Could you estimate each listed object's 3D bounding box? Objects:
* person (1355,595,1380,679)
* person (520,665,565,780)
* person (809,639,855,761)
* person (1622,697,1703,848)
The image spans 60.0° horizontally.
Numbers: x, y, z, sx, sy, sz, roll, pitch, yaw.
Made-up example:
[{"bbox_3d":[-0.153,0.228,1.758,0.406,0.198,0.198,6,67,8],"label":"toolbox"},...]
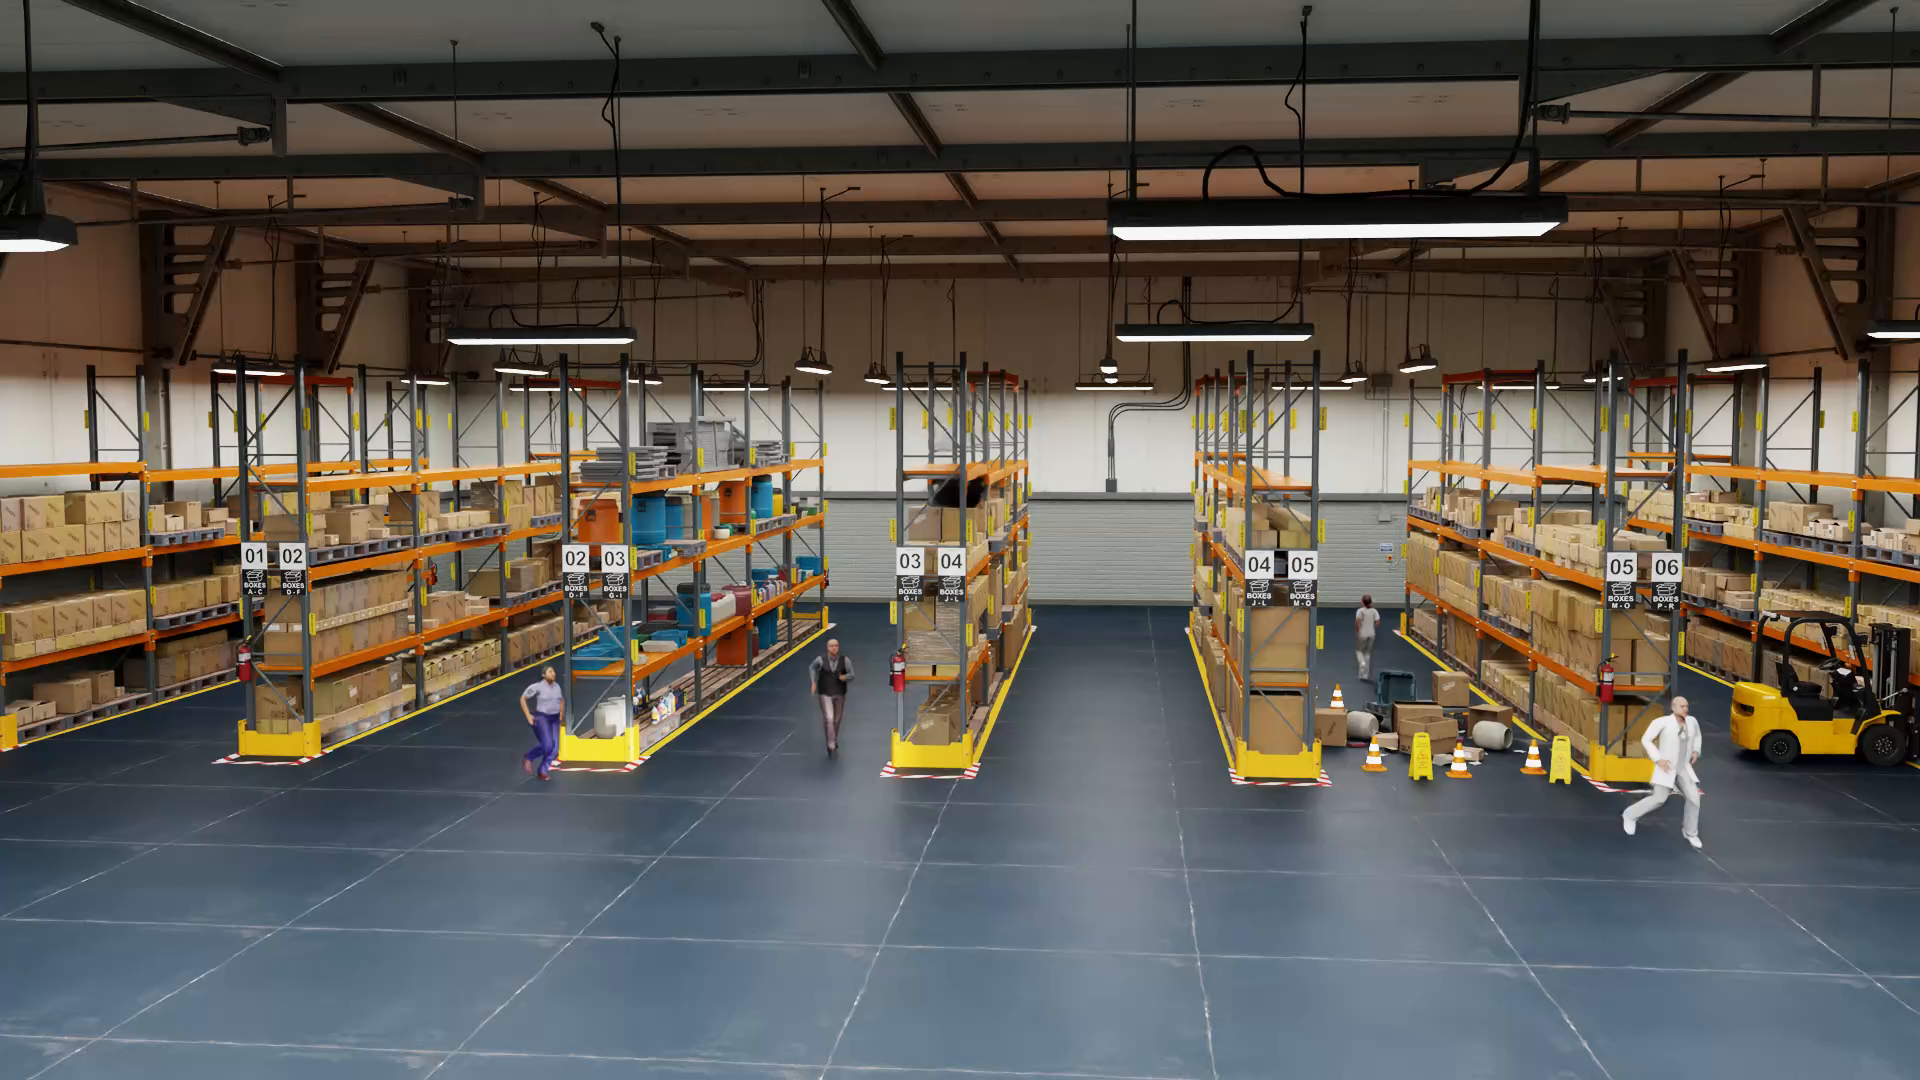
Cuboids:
[{"bbox_3d":[7.920,1.884,32.451,0.553,1.641,0.582,0,4,-6],"label":"person"},{"bbox_3d":[-5.797,2.566,23.380,0.523,1.576,0.663,3,5,35],"label":"person"},{"bbox_3d":[-1.910,2.359,24.943,0.628,1.771,0.871,-1,4,-17],"label":"person"},{"bbox_3d":[8.469,2.746,19.842,0.921,1.782,0.791,-1,4,-15],"label":"person"}]
